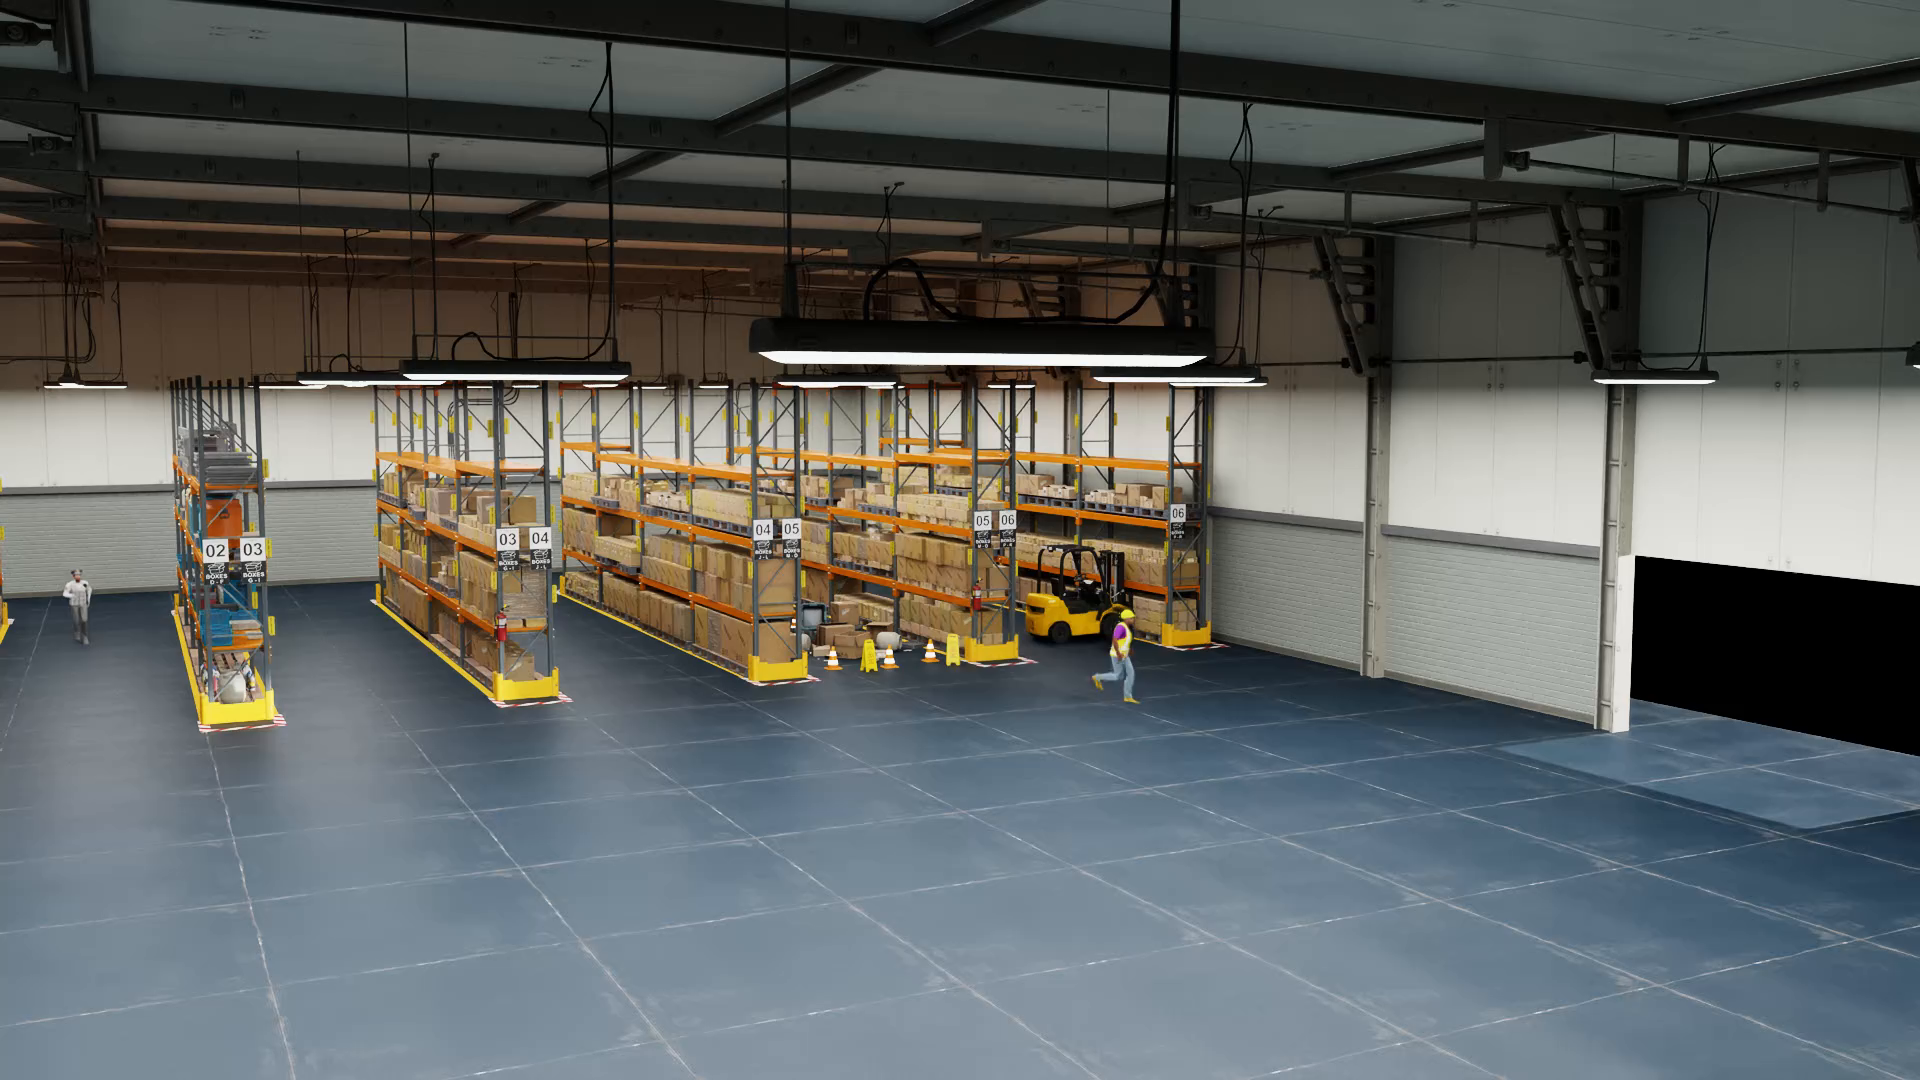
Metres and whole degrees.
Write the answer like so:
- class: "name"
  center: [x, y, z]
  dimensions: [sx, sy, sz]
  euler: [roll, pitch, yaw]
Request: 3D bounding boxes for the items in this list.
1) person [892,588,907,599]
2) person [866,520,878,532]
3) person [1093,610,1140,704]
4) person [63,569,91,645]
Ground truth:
- class: "person"
  center: [-1.594, 0.951, 43.654]
  dimensions: [0.619, 1.553, 0.579]
  euler: [-4, 6, -36]
- class: "person"
  center: [-2.644, 0.308, 47.916]
  dimensions: [0.655, 1.893, 0.691]
  euler: [-4, 7, -39]
- class: "person"
  center: [2.905, 2.154, 30.749]
  dimensions: [0.897, 1.745, 0.709]
  euler: [2, 5, 21]
- class: "person"
  center: [-20.098, 1.520, 37.899]
  dimensions: [0.593, 1.749, 0.737]
  euler: [-3, 6, -32]
